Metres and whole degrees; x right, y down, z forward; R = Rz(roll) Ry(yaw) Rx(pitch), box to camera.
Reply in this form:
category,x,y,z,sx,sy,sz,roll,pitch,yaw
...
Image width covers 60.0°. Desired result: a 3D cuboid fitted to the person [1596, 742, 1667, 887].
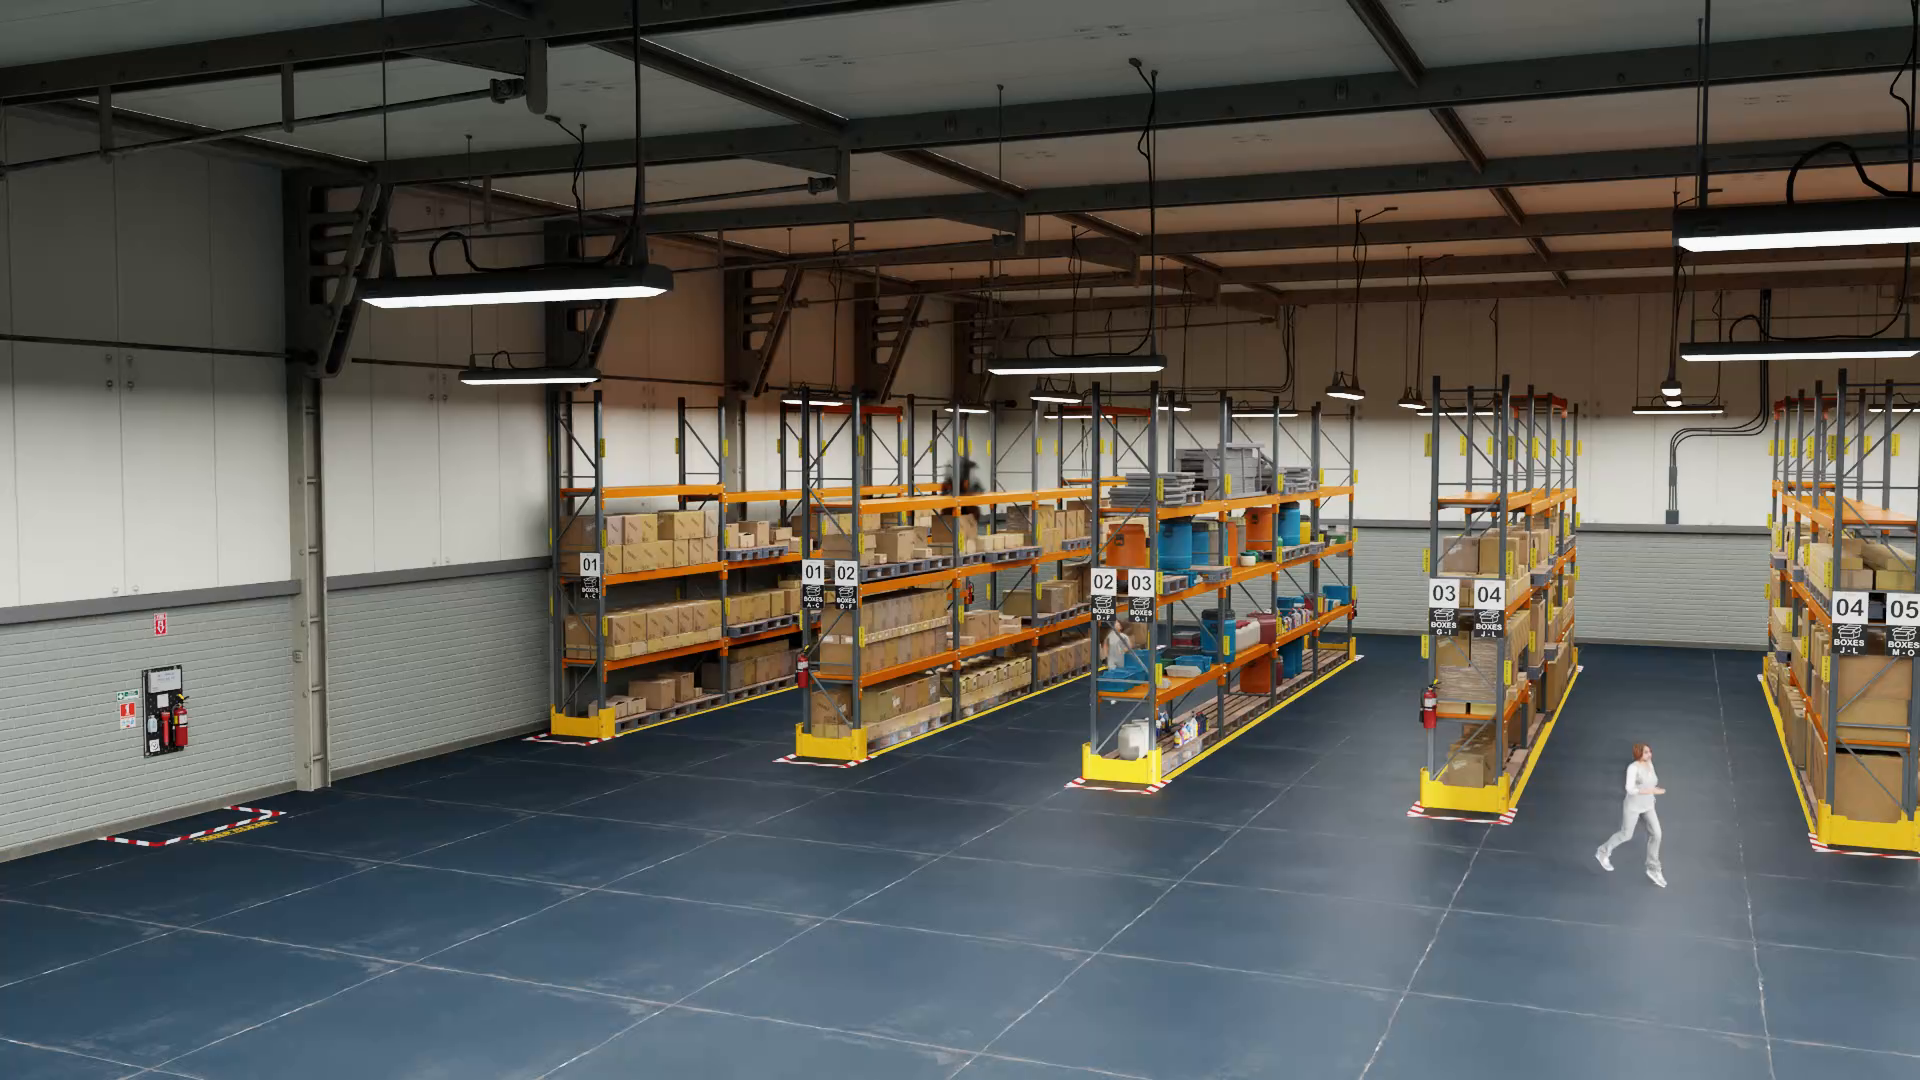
category,x,y,z,sx,sy,sz,roll,pitch,yaw
person,7.827,3.136,19.285,0.548,1.628,0.851,-2,4,-29

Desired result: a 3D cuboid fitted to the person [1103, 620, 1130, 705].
category,x,y,z,sx,sy,sz,roll,pitch,yaw
person,3.055,2.384,32.546,0.575,1.635,0.731,1,3,17
